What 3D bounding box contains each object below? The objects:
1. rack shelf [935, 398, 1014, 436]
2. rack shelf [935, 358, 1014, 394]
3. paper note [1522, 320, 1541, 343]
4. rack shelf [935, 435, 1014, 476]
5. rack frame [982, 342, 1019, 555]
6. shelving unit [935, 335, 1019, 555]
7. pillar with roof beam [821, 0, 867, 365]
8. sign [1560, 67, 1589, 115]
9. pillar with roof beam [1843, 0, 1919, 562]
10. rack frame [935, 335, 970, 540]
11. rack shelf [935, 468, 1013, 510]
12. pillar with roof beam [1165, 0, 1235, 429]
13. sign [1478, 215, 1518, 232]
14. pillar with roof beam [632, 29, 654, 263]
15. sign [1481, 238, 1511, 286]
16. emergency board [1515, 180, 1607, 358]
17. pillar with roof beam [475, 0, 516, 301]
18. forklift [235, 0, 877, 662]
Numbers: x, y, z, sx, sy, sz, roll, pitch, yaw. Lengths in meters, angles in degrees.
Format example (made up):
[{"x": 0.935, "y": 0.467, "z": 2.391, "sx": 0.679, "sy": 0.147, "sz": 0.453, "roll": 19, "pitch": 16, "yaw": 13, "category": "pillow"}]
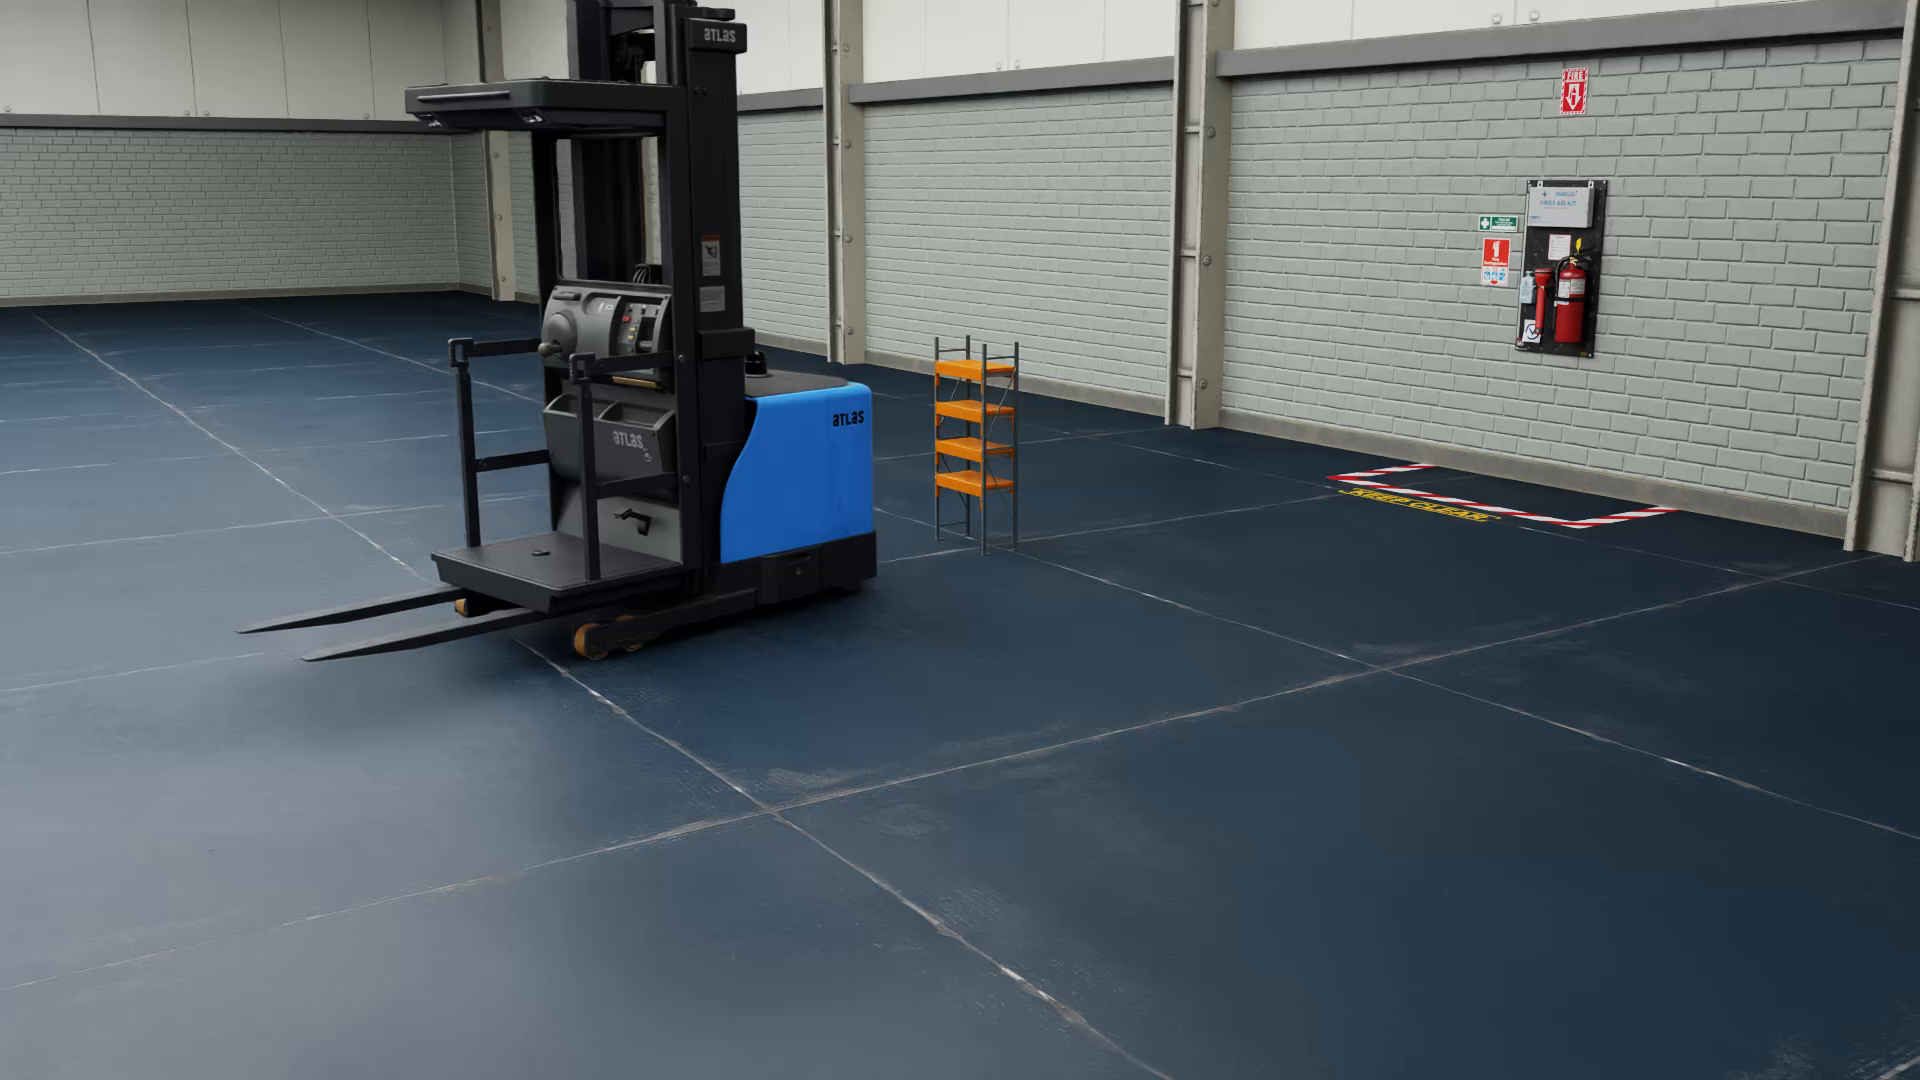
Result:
[{"x": 0.092, "y": -0.710, "z": 9.566, "sx": 0.258, "sy": 0.148, "sz": 0.480, "roll": -8, "pitch": 15, "yaw": -33, "category": "rack shelf"}, {"x": 0.092, "y": -0.941, "z": 9.515, "sx": 0.258, "sy": 0.148, "sz": 0.480, "roll": -8, "pitch": 15, "yaw": -33, "category": "rack shelf"}, {"x": 3.963, "y": -1.447, "z": 11.520, "sx": 0.016, "sy": 0.148, "sz": 0.142, "roll": -8, "pitch": 15, "yaw": -33, "category": "paper note"}, {"x": 0.092, "y": -0.491, "z": 9.613, "sx": 0.258, "sy": 0.148, "sz": 0.480, "roll": -8, "pitch": 15, "yaw": -33, "category": "rack shelf"}, {"x": 0.227, "y": -0.513, "z": 9.401, "sx": 0.240, "sy": 1.200, "sz": 0.015, "roll": -8, "pitch": 15, "yaw": -33, "category": "rack frame"}, {"x": 0.092, "y": -0.557, "z": 9.599, "sx": 0.258, "sy": 1.200, "sz": 0.503, "roll": -8, "pitch": 15, "yaw": -33, "category": "shelving unit"}, {"x": -4.891, "y": -5.949, "z": 16.002, "sx": 9.100, "sy": 9.000, "sz": 0.400, "roll": -8, "pitch": 15, "yaw": -33, "category": "pillar with roof beam"}, {"x": 4.082, "y": -2.984, "z": 11.057, "sx": 0.001, "sy": 0.298, "sz": 0.199, "roll": -8, "pitch": 15, "yaw": -33, "category": "sign"}, {"x": 1.757, "y": -3.815, "z": 6.243, "sx": 9.100, "sy": 9.000, "sz": 0.400, "roll": -8, "pitch": 15, "yaw": -33, "category": "pillar with roof beam"}, {"x": -0.043, "y": -0.600, "z": 9.797, "sx": 0.240, "sy": 1.200, "sz": 0.015, "roll": -8, "pitch": 15, "yaw": -33, "category": "rack frame"}, {"x": 0.092, "y": -0.297, "z": 9.656, "sx": 0.258, "sy": 0.148, "sz": 0.480, "roll": -8, "pitch": 15, "yaw": -33, "category": "rack shelf"}, {"x": -1.567, "y": -4.882, "z": 11.123, "sx": 9.100, "sy": 9.000, "sz": 0.400, "roll": -8, "pitch": 15, "yaw": -33, "category": "pillar with roof beam"}, {"x": 3.778, "y": -2.223, "z": 11.681, "sx": 0.001, "sy": 0.109, "sz": 0.331, "roll": -8, "pitch": 15, "yaw": -33, "category": "sign"}, {"x": -8.215, "y": -7.016, "z": 20.882, "sx": 9.100, "sy": 9.000, "sz": 0.400, "roll": -8, "pitch": 15, "yaw": -33, "category": "pillar with roof beam"}, {"x": 3.783, "y": -1.966, "z": 11.746, "sx": 0.001, "sy": 0.329, "sz": 0.234, "roll": -8, "pitch": 15, "yaw": -33, "category": "sign"}, {"x": 4.004, "y": -1.838, "z": 11.245, "sx": 0.194, "sy": 1.169, "sz": 0.643, "roll": -8, "pitch": 15, "yaw": -33, "category": "emergency board"}, {"x": -11.540, "y": -8.083, "z": 25.762, "sx": 9.100, "sy": 9.000, "sz": 0.400, "roll": -8, "pitch": 15, "yaw": -33, "category": "pillar with roof beam"}, {"x": -1.808, "y": -1.019, "z": 7.660, "sx": 1.130, "sy": 2.935, "sz": 3.031, "roll": 11, "pitch": 17, "yaw": 42, "category": "forklift"}]
